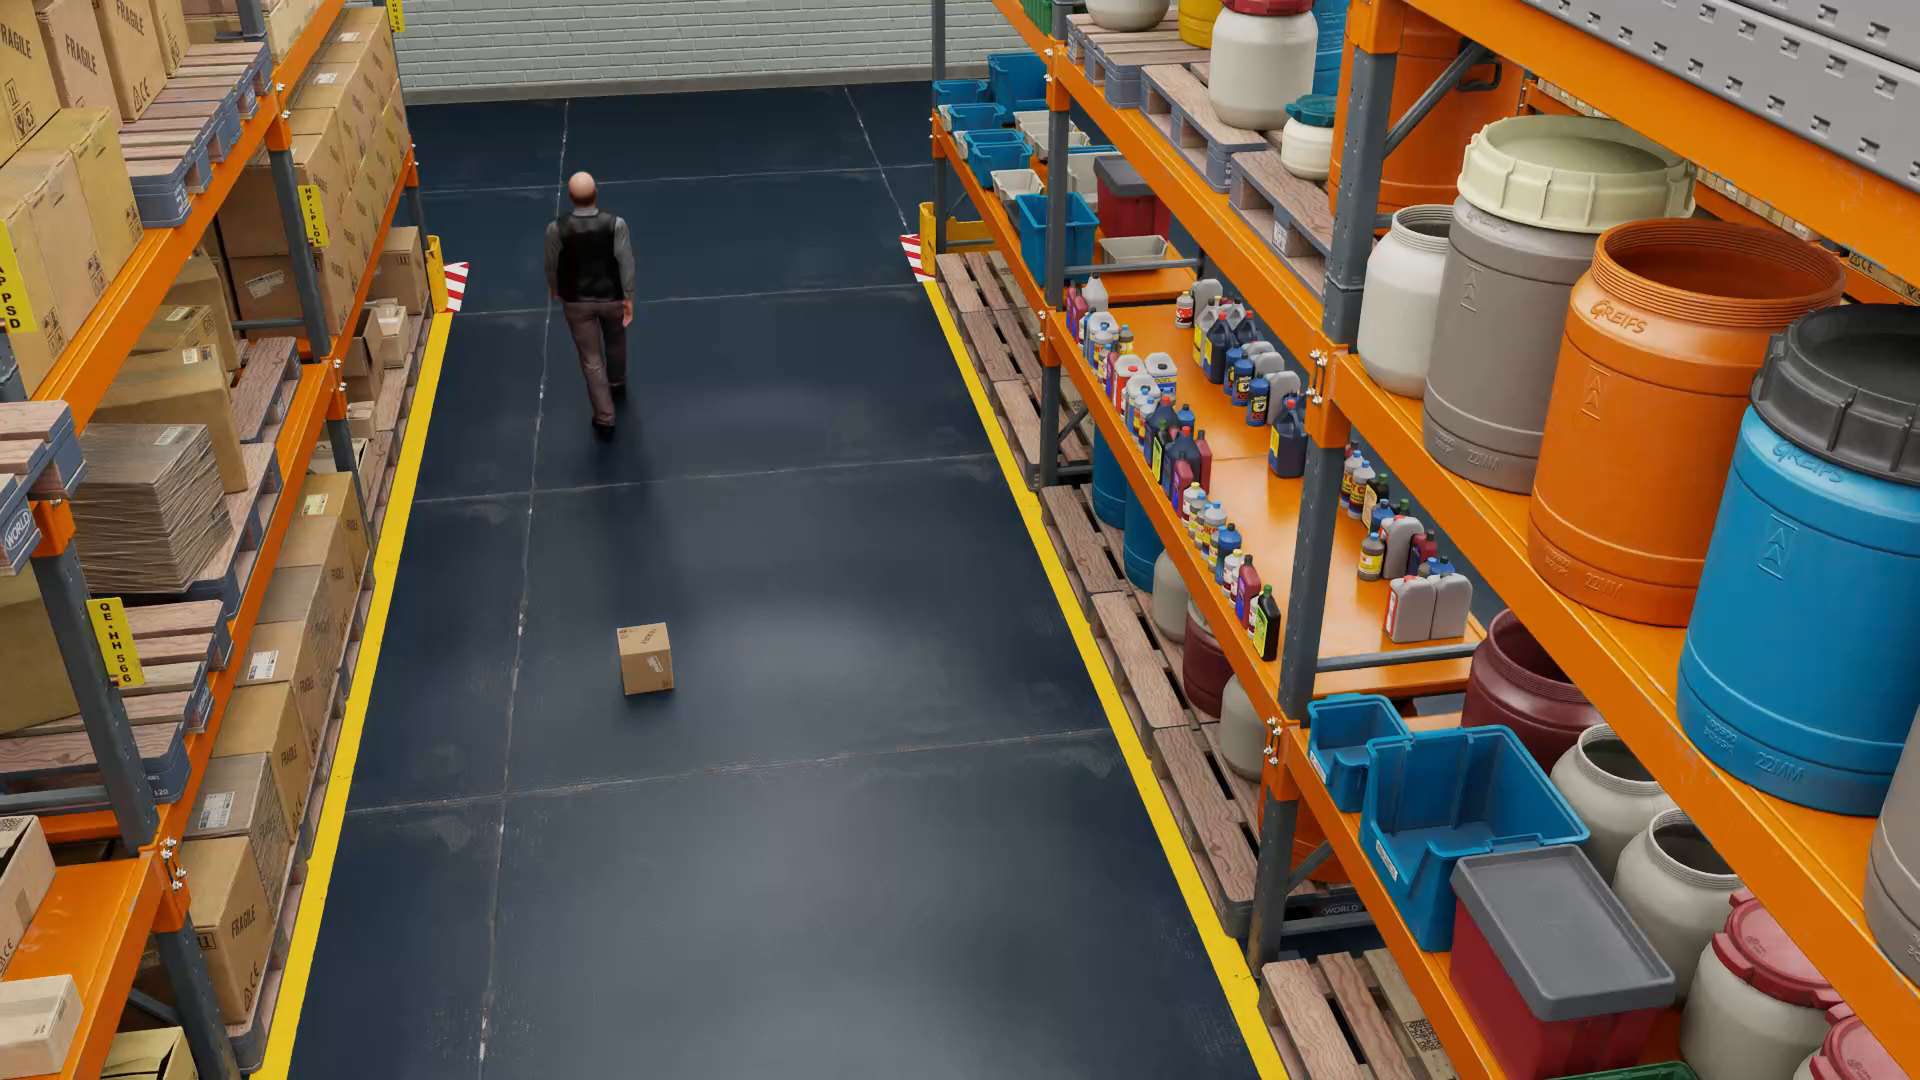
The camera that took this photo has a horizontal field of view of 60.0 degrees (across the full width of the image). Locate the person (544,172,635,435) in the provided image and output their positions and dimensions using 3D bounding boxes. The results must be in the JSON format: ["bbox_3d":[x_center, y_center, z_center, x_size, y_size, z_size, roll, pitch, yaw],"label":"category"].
[{"bbox_3d":[-2.414,-1.624,10.887,0.558,1.670,0.979,-9,32,-15],"label":"person"}]
